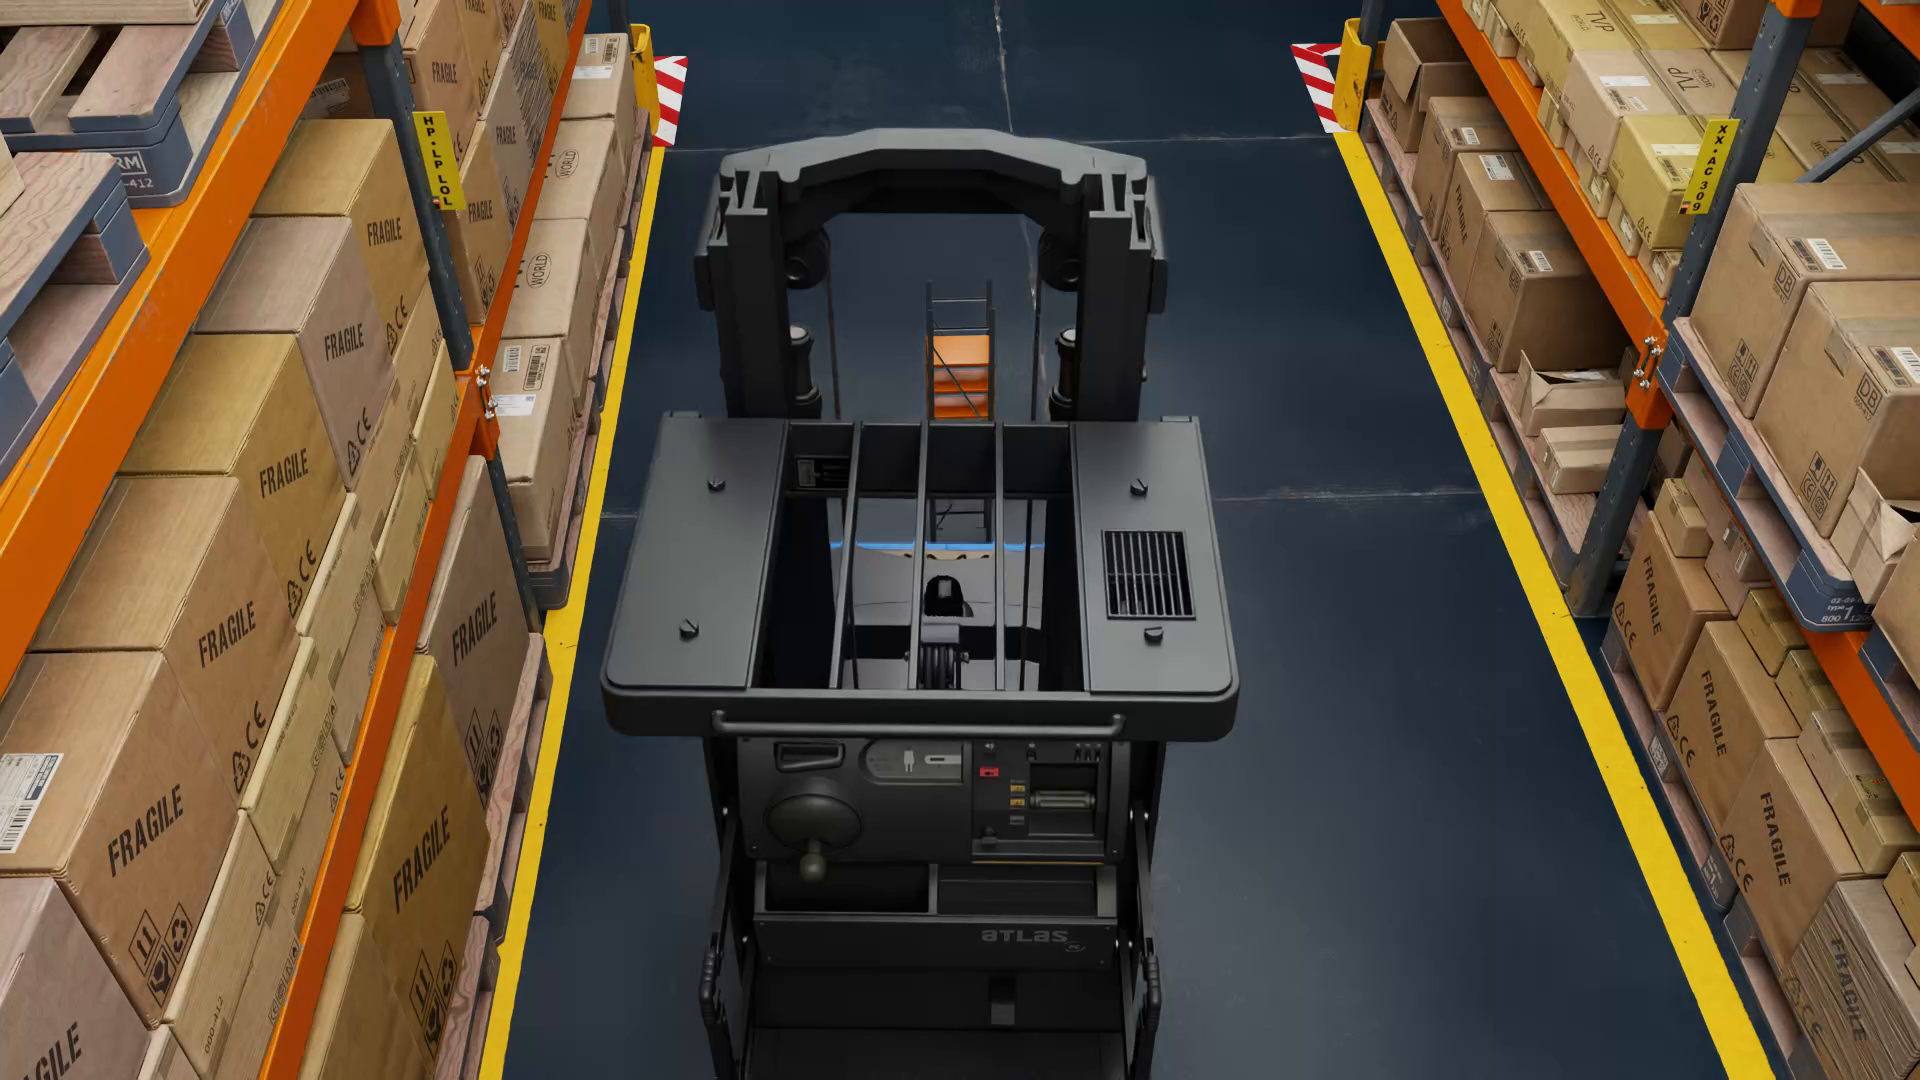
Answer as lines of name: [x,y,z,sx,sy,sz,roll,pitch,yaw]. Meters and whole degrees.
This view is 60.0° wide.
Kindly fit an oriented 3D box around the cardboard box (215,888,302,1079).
cardboard box: [-1.753,1.008,3.541,0.500,0.250,0.500,0,43,0]

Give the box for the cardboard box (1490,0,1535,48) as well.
cardboard box: [2.532,-2.268,6.895,0.500,0.250,0.500,-3,43,-3]

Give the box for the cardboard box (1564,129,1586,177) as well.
cardboard box: [2.544,-1.497,6.350,0.380,0.149,0.250,-1,43,-1]

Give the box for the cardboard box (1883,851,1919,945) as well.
cardboard box: [2.770,0.984,4.515,0.380,0.149,0.250,-1,43,-2]

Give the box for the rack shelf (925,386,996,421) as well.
rack shelf: [0.001,-0.488,6.283,0.258,0.103,0.180,-2,43,-2]

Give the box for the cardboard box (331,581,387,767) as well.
cardboard box: [-1.803,0.327,4.285,0.500,0.250,0.500,-3,43,-3]

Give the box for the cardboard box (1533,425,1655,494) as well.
cardboard box: [2.545,-0.326,6.685,0.380,0.149,0.250,-3,43,-3]

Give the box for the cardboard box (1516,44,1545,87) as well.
cardboard box: [2.548,-2.012,6.911,0.380,0.149,0.250,-2,43,-2]

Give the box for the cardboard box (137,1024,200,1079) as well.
cardboard box: [-1.723,1.164,3.001,0.500,0.250,0.500,-1,43,-1]

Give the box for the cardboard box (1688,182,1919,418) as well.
cardboard box: [2.659,-0.713,4.923,0.700,0.500,0.500,-1,43,-1]

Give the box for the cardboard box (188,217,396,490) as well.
cardboard box: [-1.798,-0.471,4.230,0.500,0.500,0.500,-1,43,-1]

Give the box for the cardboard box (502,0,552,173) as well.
cardboard box: [-1.887,-1.746,6.361,0.500,0.500,0.500,-1,43,-2]

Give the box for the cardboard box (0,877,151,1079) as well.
cardboard box: [-1.735,0.911,2.722,0.500,0.500,0.500,-1,43,-2]

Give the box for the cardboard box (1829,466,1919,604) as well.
cardboard box: [2.538,-0.011,4.330,0.396,0.266,0.258,0,43,0]

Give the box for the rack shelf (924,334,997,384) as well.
rack shelf: [0.001,-0.665,6.121,0.258,0.103,0.180,-2,43,-2]

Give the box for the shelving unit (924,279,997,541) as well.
shelving unit: [0.001,-0.433,6.334,0.258,1.200,0.189,-2,43,-2]

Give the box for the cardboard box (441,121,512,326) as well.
cardboard box: [-1.855,-1.070,5.624,0.500,0.500,0.500,0,43,0]

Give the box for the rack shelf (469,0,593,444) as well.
rack shelf: [-2.182,-1.794,7.020,1.077,0.370,4.000,-2,43,-2]

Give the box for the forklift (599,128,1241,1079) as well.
forklift: [-0.063,0.708,3.809,1.130,2.935,3.031,1,43,1]

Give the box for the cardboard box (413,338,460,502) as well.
cardboard box: [-1.826,-0.358,5.032,0.500,0.250,0.500,-3,43,-3]

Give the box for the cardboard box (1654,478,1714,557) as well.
cardboard box: [2.611,-0.077,5.673,0.380,0.149,0.250,0,43,0]

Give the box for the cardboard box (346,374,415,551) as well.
cardboard box: [-1.807,-0.210,4.501,0.500,0.250,0.500,-1,43,-1]

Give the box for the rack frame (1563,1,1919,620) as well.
rack frame: [2.862,-0.854,5.462,1.000,3.000,0.127,-2,43,-2]

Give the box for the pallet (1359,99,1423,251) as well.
pallet: [2.730,-1.937,8.707,1.003,0.211,1.213,-2,43,-2]

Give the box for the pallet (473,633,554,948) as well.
pallet: [-1.989,0.837,5.680,1.003,0.211,1.213,-2,43,-2]

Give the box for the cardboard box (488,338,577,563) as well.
cardboard box: [-2.016,-0.346,6.493,0.875,0.438,0.875,-2,43,-2]

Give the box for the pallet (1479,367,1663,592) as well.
pallet: [2.834,-0.290,6.910,1.003,0.211,1.213,-2,43,-2]

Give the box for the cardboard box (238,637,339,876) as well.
cardboard box: [-1.740,0.484,3.743,0.500,0.250,0.500,-1,43,-1]

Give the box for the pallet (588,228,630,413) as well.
pallet: [-2.106,-1.022,7.709,1.003,0.211,1.213,-2,43,-2]

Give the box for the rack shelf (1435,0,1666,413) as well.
rack shelf: [2.777,-1.939,7.178,1.077,0.370,4.000,-2,43,-2]

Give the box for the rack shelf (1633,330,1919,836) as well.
rack shelf: [2.947,0.761,4.232,1.077,0.370,4.000,-2,43,-2]

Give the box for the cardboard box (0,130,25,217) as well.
cardboard box: [-1.867,-0.611,2.839,0.380,0.166,0.250,2,43,2]

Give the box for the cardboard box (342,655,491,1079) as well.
cardboard box: [-1.945,0.945,4.761,0.875,0.875,0.875,-1,43,-1]

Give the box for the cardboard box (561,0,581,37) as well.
cardboard box: [-1.944,-2.442,7.120,0.500,0.500,0.500,-1,43,-1]

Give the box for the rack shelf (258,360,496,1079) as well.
rack shelf: [-2.012,0.906,4.074,1.077,0.370,4.000,-2,43,-2]

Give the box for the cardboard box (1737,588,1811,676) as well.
cardboard box: [2.723,0.281,5.283,0.380,0.149,0.250,-4,43,-4]

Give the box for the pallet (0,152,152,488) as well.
pallet: [-2.058,-0.233,2.704,1.003,0.211,1.213,0,43,0]

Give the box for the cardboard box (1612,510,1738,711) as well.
cardboard box: [2.658,0.245,5.801,0.500,0.500,0.500,0,43,0]

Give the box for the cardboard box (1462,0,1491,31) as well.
cardboard box: [2.437,-2.361,7.292,0.380,0.149,0.250,-3,43,-3]

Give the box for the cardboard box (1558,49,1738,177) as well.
cardboard box: [2.561,-1.583,6.148,0.500,0.250,0.500,-2,43,-2]

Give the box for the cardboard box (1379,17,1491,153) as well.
cardboard box: [2.623,-2.373,8.656,0.797,0.503,0.637,-3,43,-3]

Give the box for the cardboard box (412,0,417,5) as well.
cardboard box: [-1.878,-1.747,5.142,0.380,0.149,0.250,-1,43,-1]

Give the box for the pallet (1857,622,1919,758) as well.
pallet: [2.945,0.604,4.013,1.003,0.211,1.213,-2,43,-2]

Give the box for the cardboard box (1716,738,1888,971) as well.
cardboard box: [2.707,0.942,5.042,0.500,0.500,0.500,-3,43,-3]

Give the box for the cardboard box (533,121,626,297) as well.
cardboard box: [-2.092,-1.560,7.817,0.875,0.438,0.875,-1,43,-1]

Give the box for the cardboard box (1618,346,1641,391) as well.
cardboard box: [3.052,-0.704,7.097,0.380,0.149,0.250,-2,43,-2]

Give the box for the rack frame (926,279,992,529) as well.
rack frame: [-0.003,-0.494,6.401,0.240,1.200,0.006,-2,43,-2]

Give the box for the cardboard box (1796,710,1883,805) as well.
cardboard box: [2.721,0.635,4.896,0.380,0.149,0.250,-2,43,-2]

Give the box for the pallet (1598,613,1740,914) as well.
pallet: [2.934,0.722,5.806,1.003,0.211,1.213,-2,43,-2]

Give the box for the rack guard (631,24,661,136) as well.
rack guard: [-2.268,-2.504,9.112,1.175,0.500,0.348,-2,43,-2]

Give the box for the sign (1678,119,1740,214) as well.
sign: [2.320,-1.153,5.147,0.100,0.325,0.005,-2,43,-2]

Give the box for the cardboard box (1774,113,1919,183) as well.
cardboard box: [3.111,-1.251,5.785,0.500,0.250,0.500,-2,43,-2]

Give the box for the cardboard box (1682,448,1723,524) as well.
cardboard box: [2.672,-0.188,5.574,0.380,0.149,0.250,-2,43,-3]

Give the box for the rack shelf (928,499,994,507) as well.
rack shelf: [0.001,-0.223,6.526,0.258,0.103,0.180,-2,43,-2]

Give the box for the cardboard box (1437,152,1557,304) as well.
cardboard box: [2.543,-1.434,7.634,0.500,0.500,0.500,-1,43,-1]

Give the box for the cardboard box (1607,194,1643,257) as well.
cardboard box: [2.563,-1.145,5.965,0.380,0.149,0.250,-1,43,-1]

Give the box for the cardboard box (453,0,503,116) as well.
cardboard box: [-1.891,-1.784,5.663,0.500,0.500,0.500,-2,43,-2]

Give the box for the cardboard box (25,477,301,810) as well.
cardboard box: [-1.759,0.221,3.475,0.500,0.500,0.500,-1,43,-1]

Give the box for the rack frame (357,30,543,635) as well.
rack frame: [-2.097,-0.709,5.304,1.000,3.000,0.127,-2,43,-2]

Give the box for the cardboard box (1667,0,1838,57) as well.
cardboard box: [3.063,-1.937,6.535,0.500,0.250,0.500,-1,43,-1]
